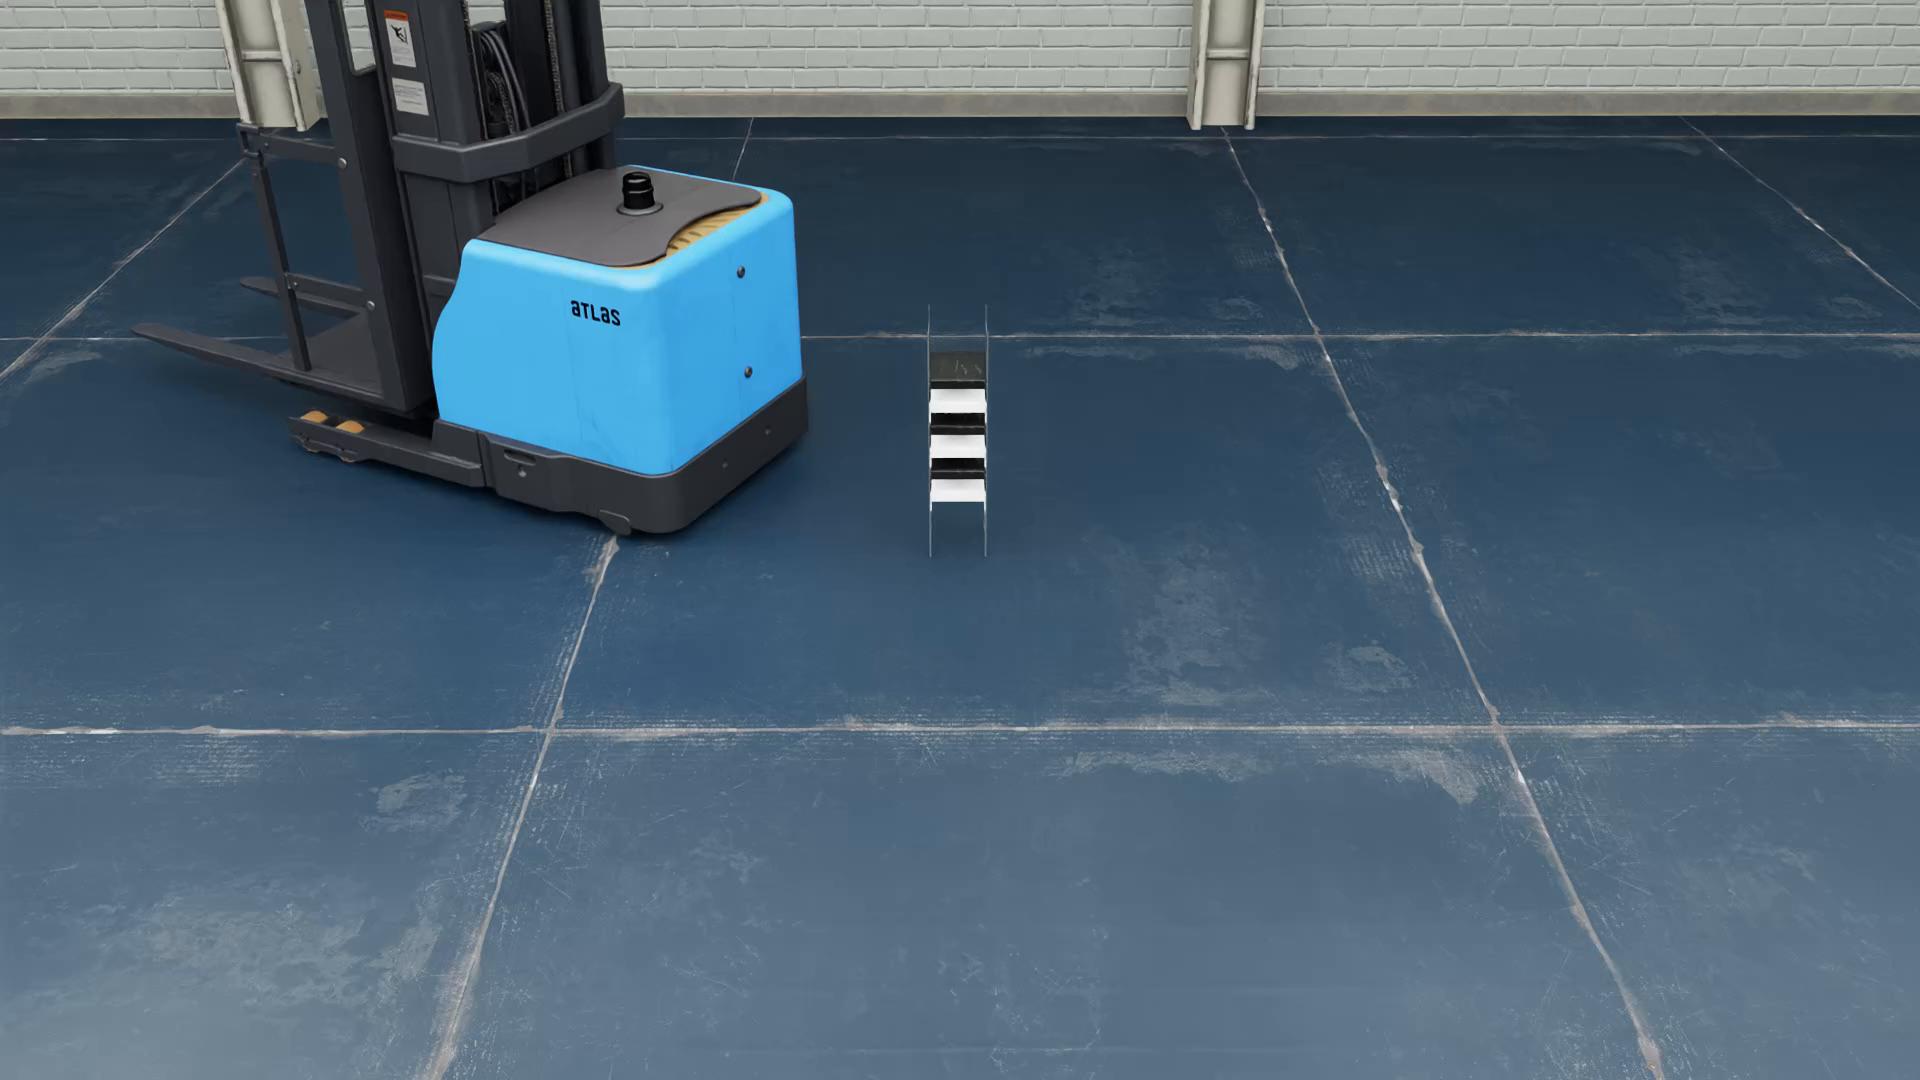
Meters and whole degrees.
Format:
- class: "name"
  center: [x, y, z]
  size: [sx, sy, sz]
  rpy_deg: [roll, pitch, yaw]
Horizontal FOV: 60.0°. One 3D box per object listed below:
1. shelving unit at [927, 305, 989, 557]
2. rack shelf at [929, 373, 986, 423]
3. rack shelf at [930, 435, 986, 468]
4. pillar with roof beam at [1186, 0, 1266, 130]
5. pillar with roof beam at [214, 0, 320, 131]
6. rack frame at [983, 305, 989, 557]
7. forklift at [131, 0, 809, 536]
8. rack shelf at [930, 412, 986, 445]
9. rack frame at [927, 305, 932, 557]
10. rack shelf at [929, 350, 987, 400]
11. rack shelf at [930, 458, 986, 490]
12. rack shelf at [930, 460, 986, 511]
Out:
- class: "shelving unit"
  center: [-0.008, -0.385, 6.017]
  size: [0.210, 0.900, 0.258]
  rpy_deg: [0, 31, 0]
- class: "rack shelf"
  center: [-0.008, -0.510, 5.940]
  size: [0.200, 0.077, 0.258]
  rpy_deg: [0, 31, 0]
- class: "rack shelf"
  center: [-0.008, -0.356, 6.034]
  size: [0.200, 0.077, 0.258]
  rpy_deg: [0, 31, 0]
- class: "pillar with roof beam"
  center: [1.692, -4.297, 4.657]
  size: [0.400, 9.000, 9.100]
  rpy_deg: [0, 31, 0]
- class: "pillar with roof beam"
  center: [-4.308, -4.278, 4.626]
  size: [0.400, 9.000, 9.100]
  rpy_deg: [0, 31, 0]
- class: "rack frame"
  center: [0.094, -0.385, 6.017]
  size: [0.006, 0.900, 0.240]
  rpy_deg: [0, 31, 0]
- class: "forklift"
  center: [-2.176, -1.795, 6.383]
  size: [3.031, 2.935, 1.130]
  rpy_deg: [15, 34, 23]
- class: "rack shelf"
  center: [-0.008, -0.433, 5.987]
  size: [0.200, 0.077, 0.258]
  rpy_deg: [0, 31, 0]
- class: "rack frame"
  center: [-0.110, -0.384, 6.016]
  size: [0.006, 0.900, 0.240]
  rpy_deg: [0, 31, 0]
- class: "rack shelf"
  center: [-0.008, -0.587, 5.894]
  size: [0.200, 0.077, 0.258]
  rpy_deg: [0, 31, 0]
- class: "rack shelf"
  center: [-0.008, -0.279, 6.081]
  size: [0.200, 0.077, 0.258]
  rpy_deg: [0, 31, 0]
- class: "rack shelf"
  center: [-0.008, -0.202, 6.127]
  size: [0.200, 0.077, 0.258]
  rpy_deg: [0, 31, 0]
